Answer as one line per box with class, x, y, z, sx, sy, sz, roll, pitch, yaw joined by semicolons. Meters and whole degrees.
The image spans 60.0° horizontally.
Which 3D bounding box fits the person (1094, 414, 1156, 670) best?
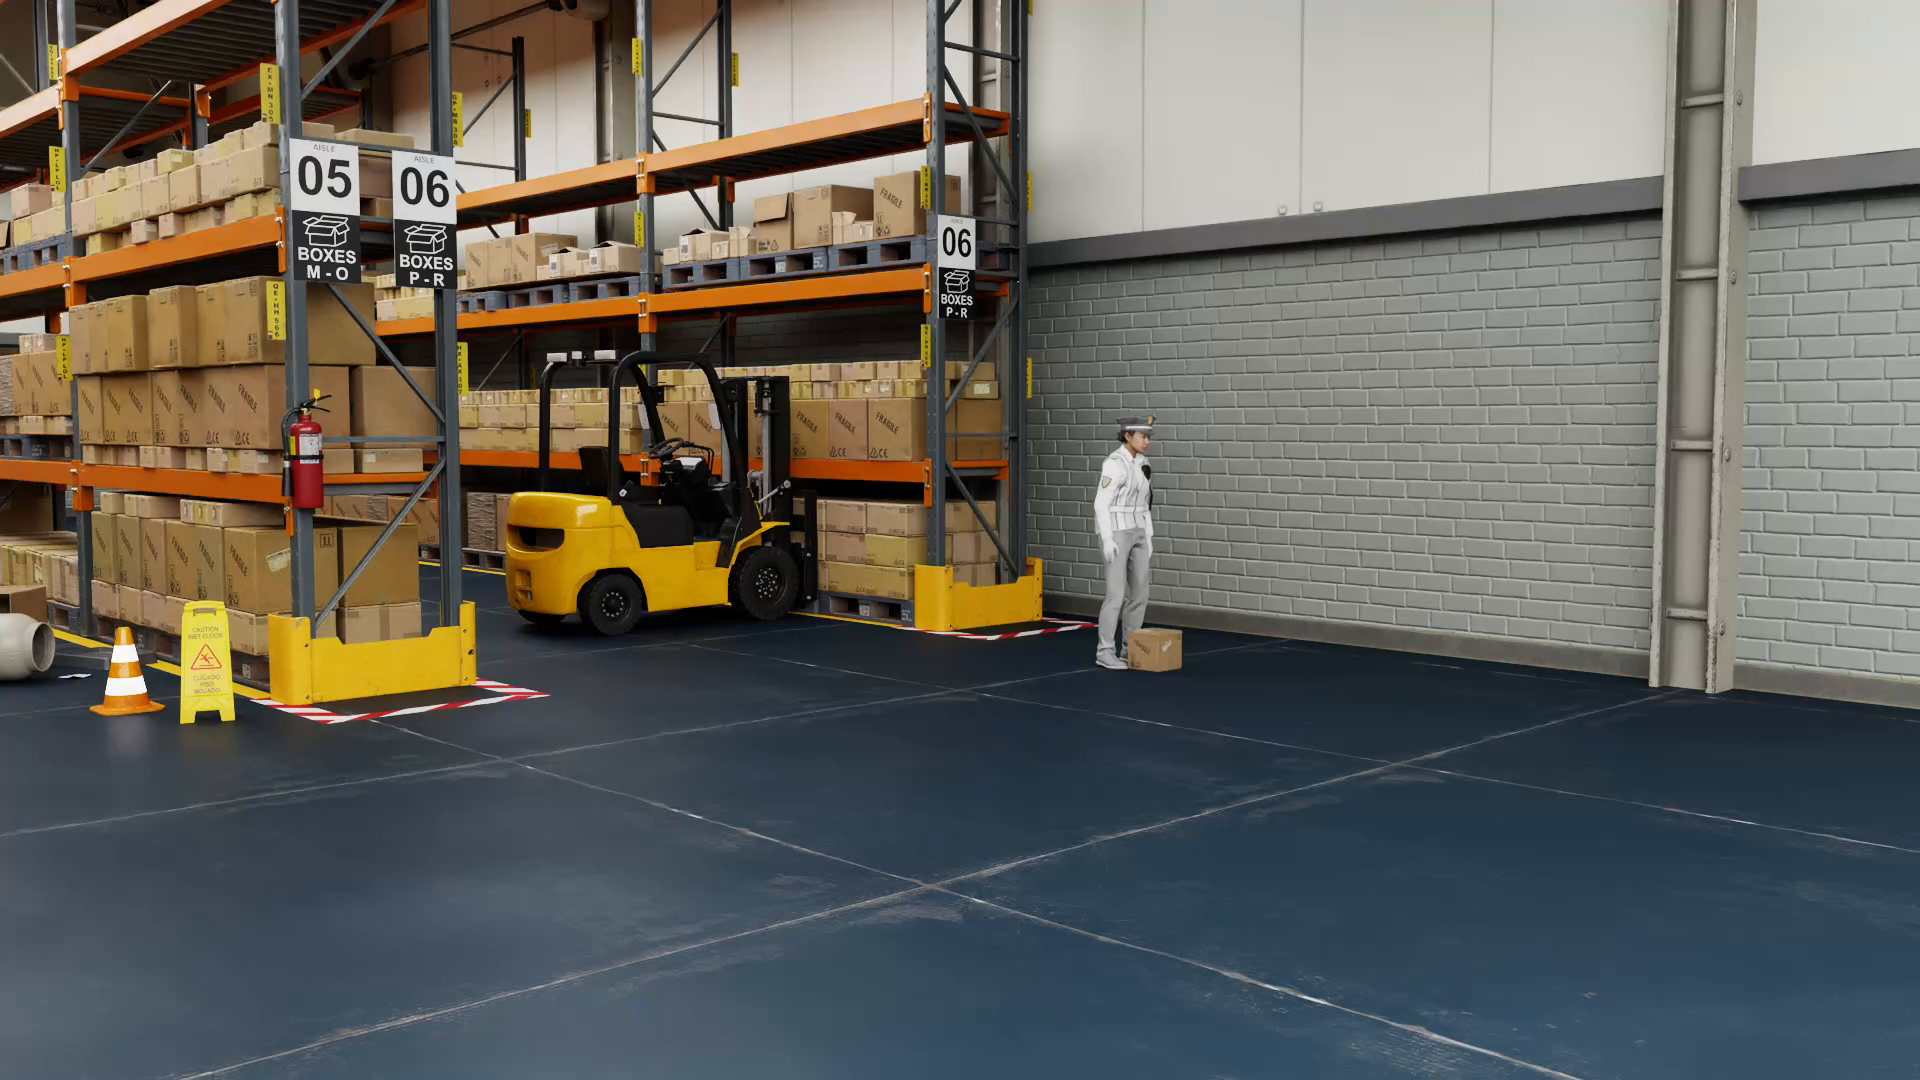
person;1.103;0.001;11.003;0.374;1.662;0.526;4;6;44
